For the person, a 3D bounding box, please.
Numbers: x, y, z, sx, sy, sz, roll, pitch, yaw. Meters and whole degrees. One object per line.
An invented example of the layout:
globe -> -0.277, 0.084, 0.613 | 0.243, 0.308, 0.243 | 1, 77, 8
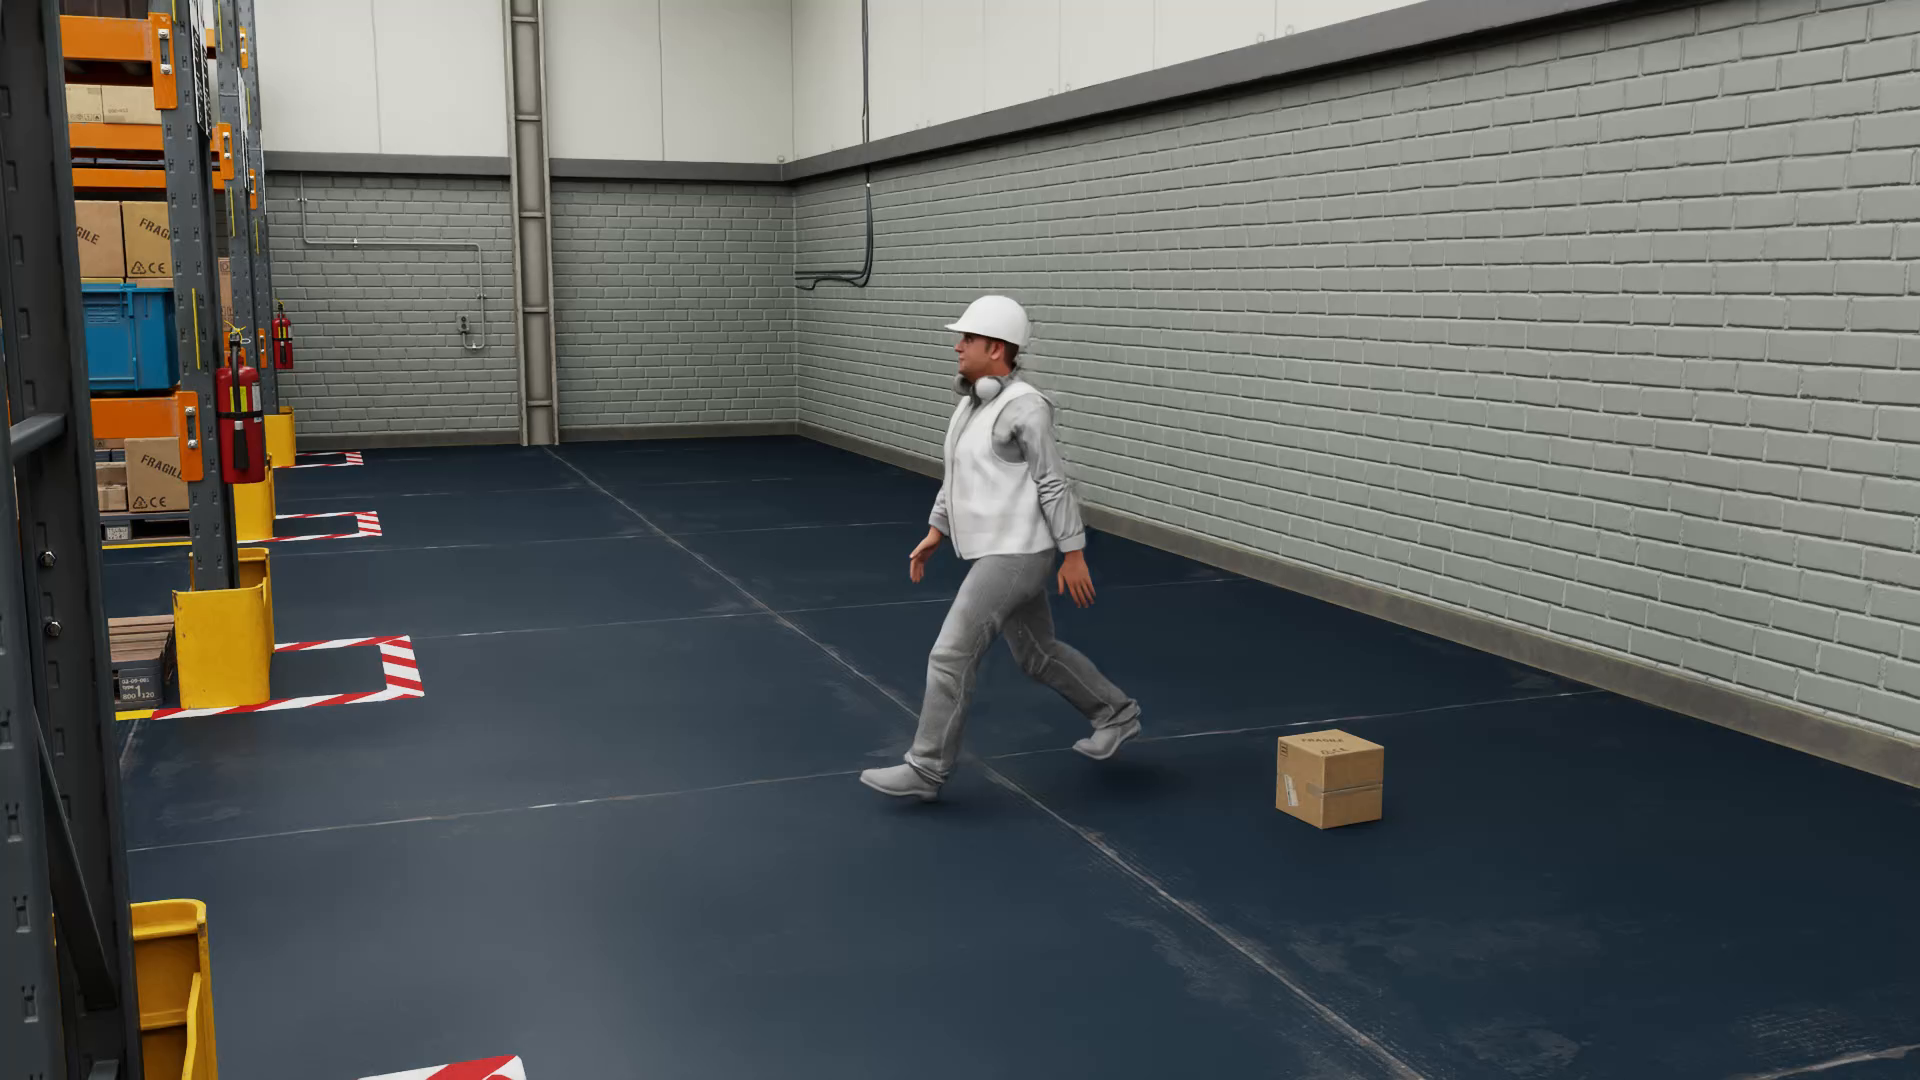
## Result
person -> 0.156, 0.018, 5.777 | 1.109, 1.717, 0.571 | -2, 9, -15
